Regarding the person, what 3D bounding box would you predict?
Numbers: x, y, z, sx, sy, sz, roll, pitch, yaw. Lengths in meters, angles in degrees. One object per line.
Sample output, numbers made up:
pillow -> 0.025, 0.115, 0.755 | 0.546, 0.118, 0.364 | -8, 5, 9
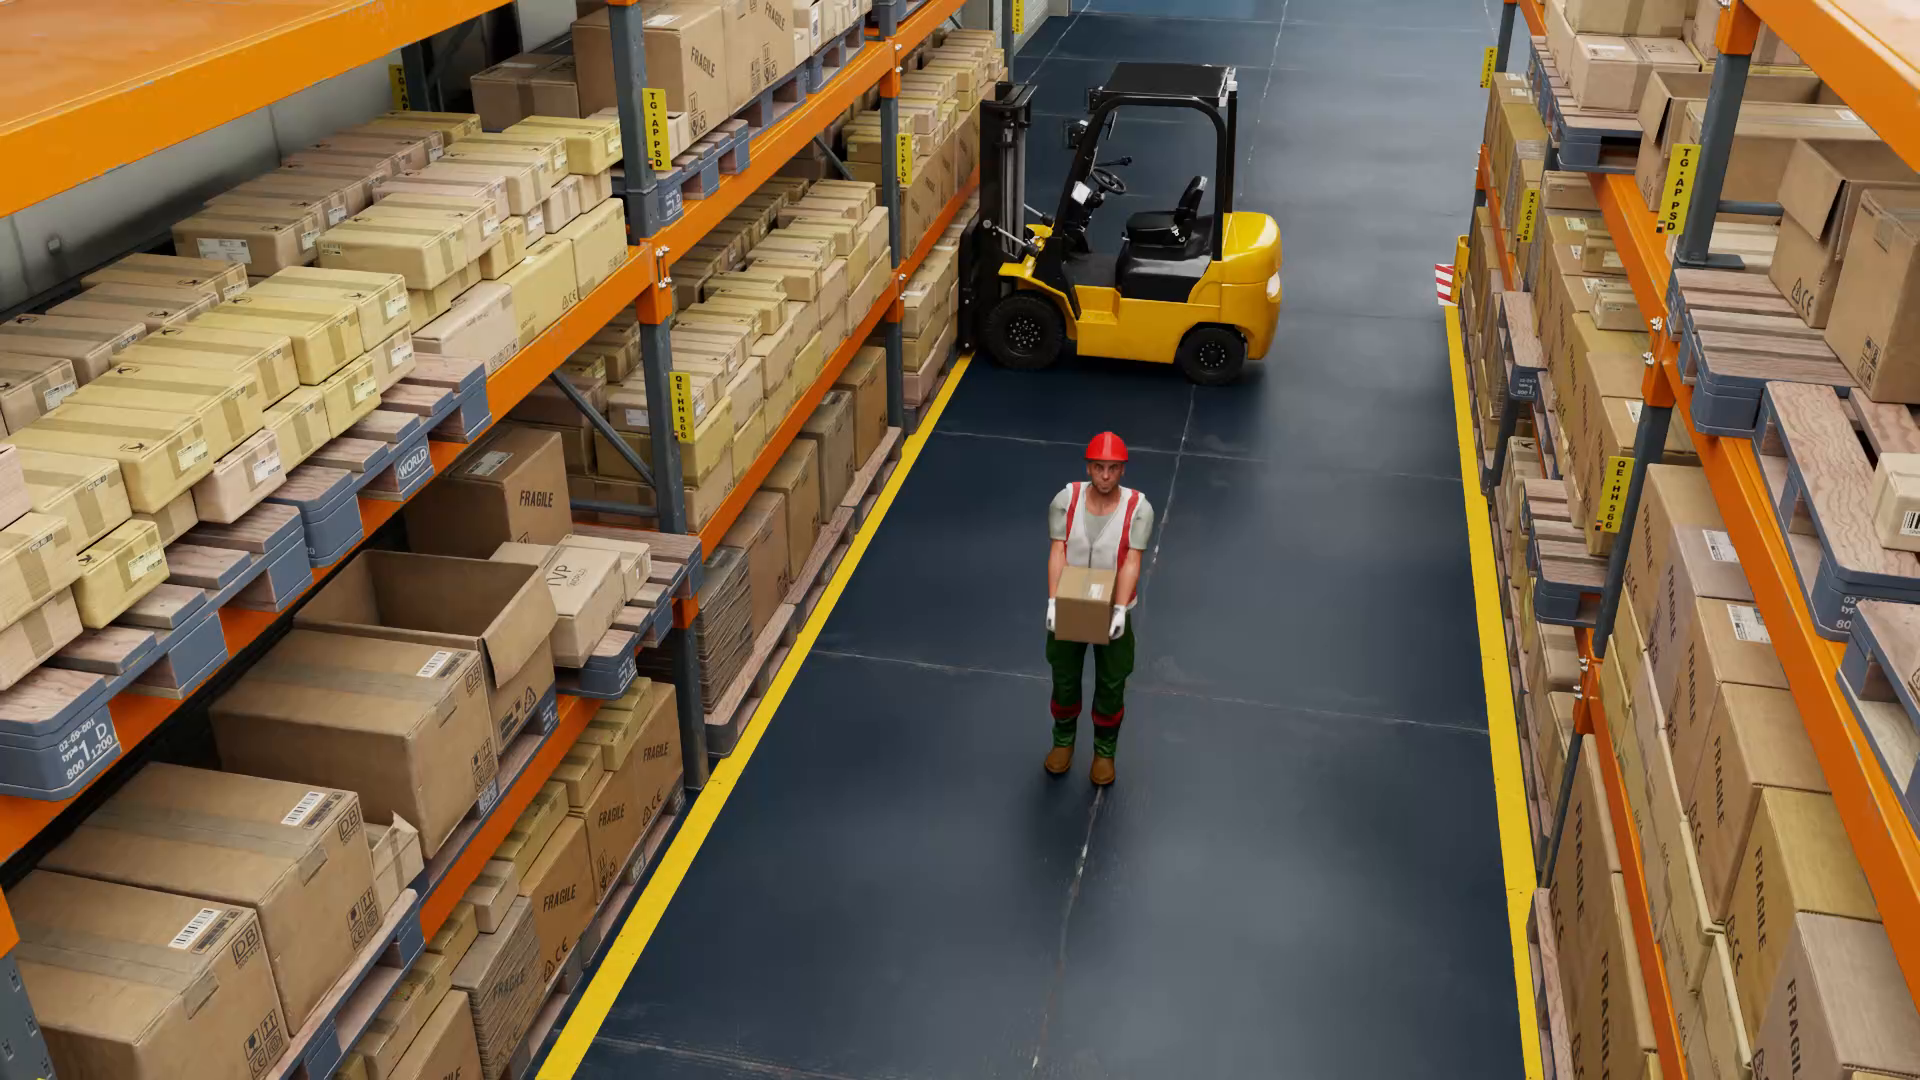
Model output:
person -> 0.634, 0.370, 7.925 | 0.494, 1.782, 0.573 | 6, 29, 11
